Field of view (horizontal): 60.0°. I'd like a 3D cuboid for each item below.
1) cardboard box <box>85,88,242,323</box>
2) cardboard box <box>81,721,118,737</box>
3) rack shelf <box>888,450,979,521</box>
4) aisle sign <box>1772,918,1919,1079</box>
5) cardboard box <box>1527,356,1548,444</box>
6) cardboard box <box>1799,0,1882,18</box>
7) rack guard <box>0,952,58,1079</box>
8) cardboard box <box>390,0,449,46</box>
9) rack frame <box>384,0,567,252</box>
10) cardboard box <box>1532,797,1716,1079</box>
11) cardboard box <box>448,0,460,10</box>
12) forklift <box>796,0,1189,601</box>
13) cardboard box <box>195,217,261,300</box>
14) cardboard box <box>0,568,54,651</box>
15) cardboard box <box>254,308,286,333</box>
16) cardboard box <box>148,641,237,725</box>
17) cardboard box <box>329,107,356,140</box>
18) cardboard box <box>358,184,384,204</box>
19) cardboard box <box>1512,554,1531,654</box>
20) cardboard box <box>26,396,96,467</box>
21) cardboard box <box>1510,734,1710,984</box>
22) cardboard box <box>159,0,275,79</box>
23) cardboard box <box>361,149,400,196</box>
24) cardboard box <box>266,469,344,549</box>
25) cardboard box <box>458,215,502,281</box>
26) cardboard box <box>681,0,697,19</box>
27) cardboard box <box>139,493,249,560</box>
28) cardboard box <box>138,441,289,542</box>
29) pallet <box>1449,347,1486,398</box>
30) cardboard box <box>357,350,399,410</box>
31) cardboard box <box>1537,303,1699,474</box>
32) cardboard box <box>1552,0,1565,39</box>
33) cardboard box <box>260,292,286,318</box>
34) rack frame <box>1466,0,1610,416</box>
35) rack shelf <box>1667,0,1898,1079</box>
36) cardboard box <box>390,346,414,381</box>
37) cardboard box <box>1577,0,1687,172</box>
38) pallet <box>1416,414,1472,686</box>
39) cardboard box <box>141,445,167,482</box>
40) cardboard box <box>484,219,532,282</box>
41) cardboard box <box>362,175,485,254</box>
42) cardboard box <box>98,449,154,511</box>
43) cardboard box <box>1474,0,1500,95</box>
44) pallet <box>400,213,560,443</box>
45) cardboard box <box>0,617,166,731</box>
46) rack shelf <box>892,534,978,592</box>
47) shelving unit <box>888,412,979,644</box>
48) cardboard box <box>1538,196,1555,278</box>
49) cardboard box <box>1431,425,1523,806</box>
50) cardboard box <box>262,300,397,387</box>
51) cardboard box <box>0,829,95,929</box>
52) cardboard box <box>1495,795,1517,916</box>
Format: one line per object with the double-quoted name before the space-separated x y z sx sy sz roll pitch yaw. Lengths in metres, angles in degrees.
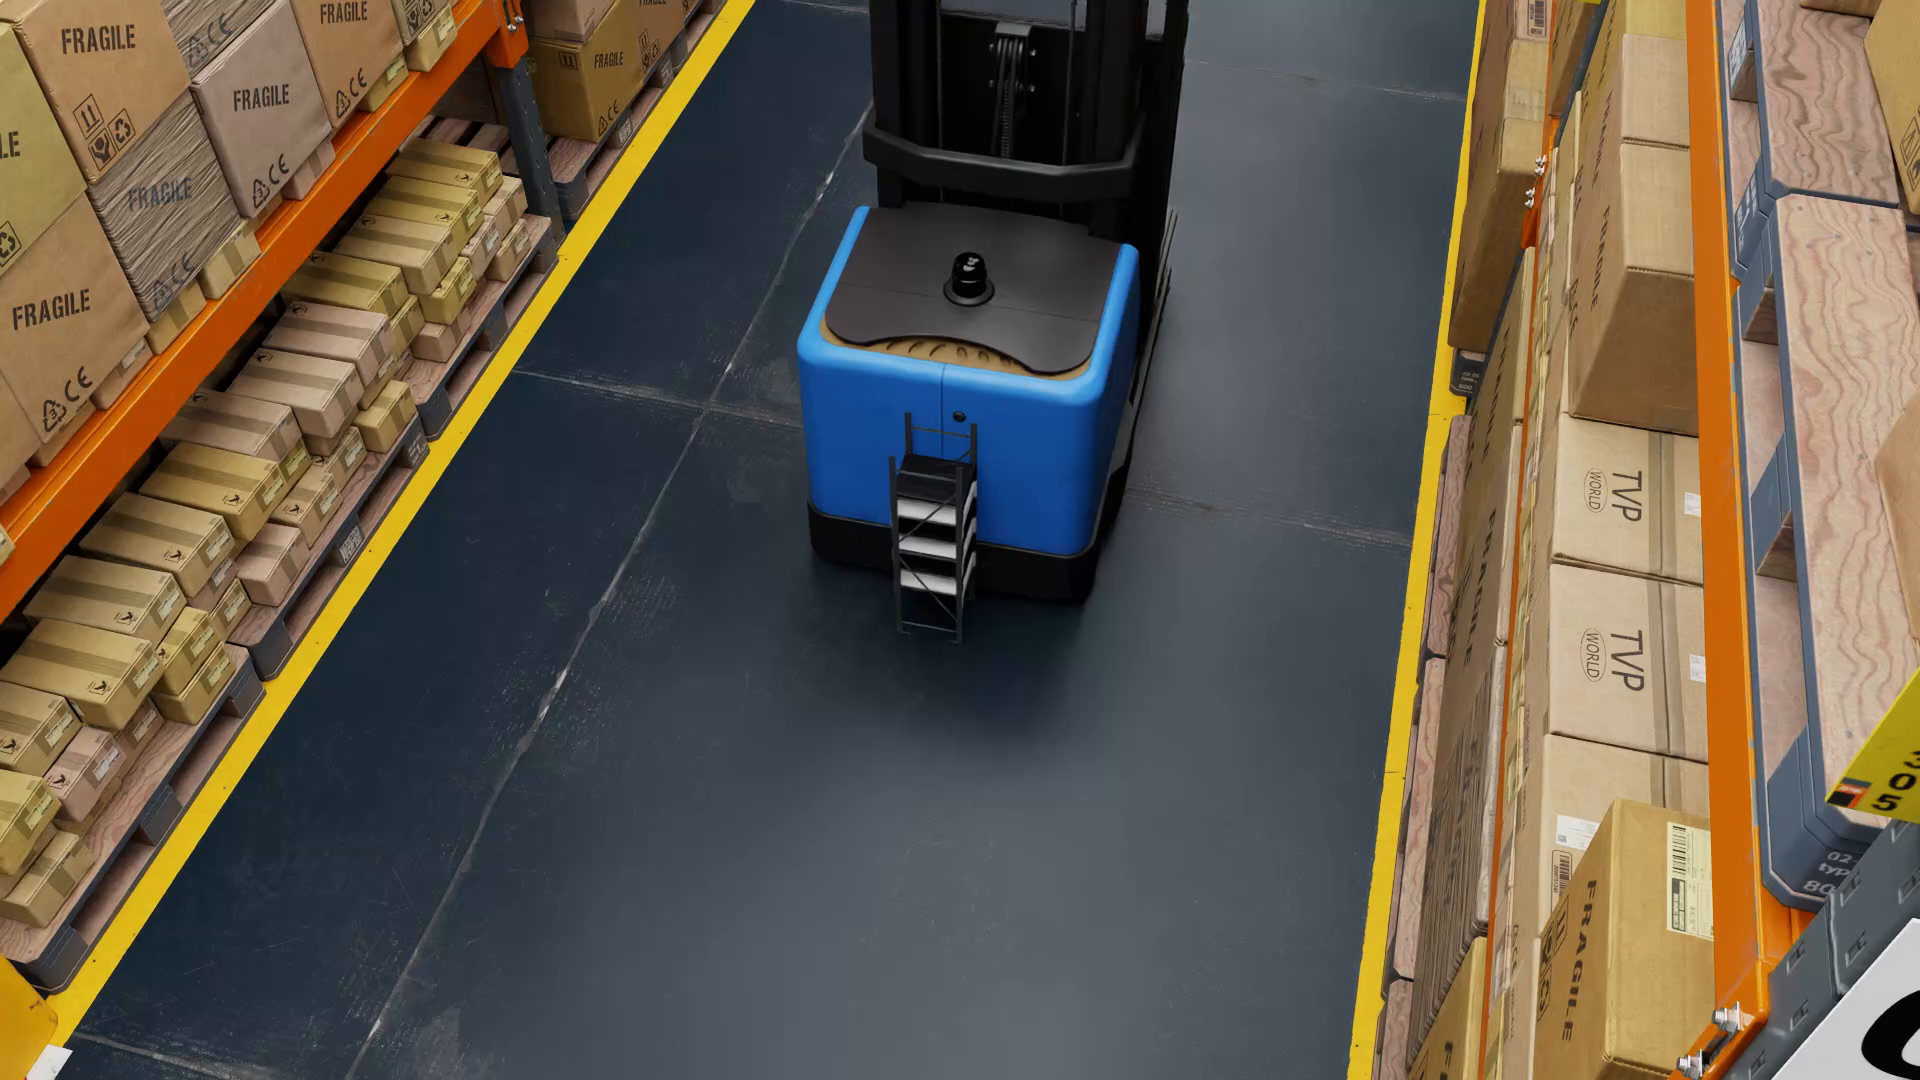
"cardboard box" -2.541 -1.022 4.887 0.500 0.500 0.500 10 49 9
"cardboard box" -2.820 0.489 5.240 0.380 0.149 0.250 12 50 11
"rack shelf" -0.086 -0.180 5.493 0.258 0.077 0.200 10 49 9
"aisle sign" 1.139 0.678 1.917 0.394 0.787 0.004 12 50 10
"cardboard box" 1.829 -0.360 4.735 0.380 0.149 0.250 11 49 10
"cardboard box" 1.932 -1.230 2.921 0.700 0.500 0.500 14 50 12
"rack guard" -3.291 1.265 4.800 1.175 0.500 0.348 12 50 10
"cardboard box" -2.113 -2.126 5.861 0.500 0.500 0.500 12 50 10
"rack frame" -2.258 -2.400 6.368 1.000 3.000 0.127 12 50 10
"cardboard box" 1.322 0.844 2.906 0.500 0.500 0.500 12 50 10
"cardboard box" -2.107 -2.064 6.239 0.380 0.149 0.250 11 50 10
"forklift" 0.284 -1.880 5.955 1.130 2.935 3.031 10 49 9
"cardboard box" -2.450 -0.919 5.228 0.380 0.149 0.250 12 50 11
"cardboard box" -3.142 0.211 5.486 0.380 0.149 0.250 11 49 10
"cardboard box" -2.745 -0.916 6.481 0.380 0.149 0.250 9 49 8
"cardboard box" -2.642 0.432 5.489 0.380 0.149 0.250 12 50 10
"cardboard box" -2.332 -1.502 5.742 0.380 0.149 0.250 10 49 9
"cardboard box" -2.662 -1.495 6.992 0.380 0.149 0.250 14 50 12
"cardboard box" 1.626 0.200 4.240 0.380 0.149 0.250 12 50 11
"cardboard box" -2.729 -0.375 4.748 0.380 0.149 0.250 11 50 10
"cardboard box" 1.453 0.727 3.510 0.500 0.250 0.500 11 49 9
"cardboard box" -2.400 -1.727 4.841 0.500 0.500 0.500 13 50 11
"cardboard box" -2.549 -1.584 6.872 0.380 0.149 0.250 13 50 12
"cardboard box" -2.470 -0.140 5.994 0.380 0.149 0.250 12 50 10
"cardboard box" -2.094 -1.205 6.736 0.380 0.149 0.250 9 49 8
"cardboard box" -1.545 -2.959 8.248 0.500 0.500 0.500 12 50 11
"cardboard box" -2.638 -0.090 5.752 0.380 0.149 0.250 14 50 12
"cardboard box" -2.518 -0.167 5.621 0.380 0.149 0.250 12 50 11
"pallet" 2.631 -0.998 6.990 1.003 0.211 1.213 12 50 10
"cardboard box" -2.356 -0.658 6.253 0.380 0.149 0.250 13 50 11
"cardboard box" 1.857 -0.374 4.481 0.500 0.250 0.500 13 50 11
"cardboard box" 2.497 -2.130 6.063 0.500 0.500 0.500 13 50 11
"cardboard box" -2.744 -1.011 6.366 0.380 0.149 0.250 10 49 9
"rack frame" 2.500 -1.348 5.439 1.000 3.000 0.127 12 50 10
"rack shelf" 1.974 -0.656 3.308 1.077 0.370 4.000 12 50 10
"cardboard box" -2.376 -0.703 6.491 0.380 0.149 0.250 10 49 9
"cardboard box" 2.128 -1.349 4.842 0.500 0.500 0.500 12 50 10
"pallet" 2.225 0.109 6.013 1.003 0.211 1.213 12 50 10
"cardboard box" -3.057 -0.379 6.007 0.380 0.149 0.250 12 50 10
"cardboard box" -2.033 -1.245 6.969 0.380 0.149 0.250 12 50 11
"cardboard box" -2.130 -1.291 6.613 0.380 0.149 0.250 12 50 11
"cardboard box" -3.026 -0.264 5.707 0.380 0.149 0.250 10 49 9
"cardboard box" 3.109 -2.539 7.627 1.225 0.875 0.875 12 50 10
"pallet" -2.401 -0.985 6.978 1.003 0.211 1.213 12 50 10
"cardboard box" -2.699 0.409 5.113 0.380 0.149 0.250 11 50 10
"rack shelf" -0.086 0.058 5.763 0.258 0.077 0.200 10 49 9
"shelving unit" -0.086 -0.023 5.670 0.258 0.900 0.210 10 49 9
"cardboard box" 2.033 -0.927 5.235 0.380 0.149 0.250 10 49 9
"cardboard box" 2.013 0.329 5.096 0.875 0.875 0.875 12 50 10
"cardboard box" -2.314 -0.723 6.112 0.380 0.149 0.250 9 49 8
"cardboard box" -2.864 0.982 5.004 0.380 0.149 0.250 12 50 11
"cardboard box" 1.425 0.755 3.751 0.380 0.149 0.250 12 50 11
